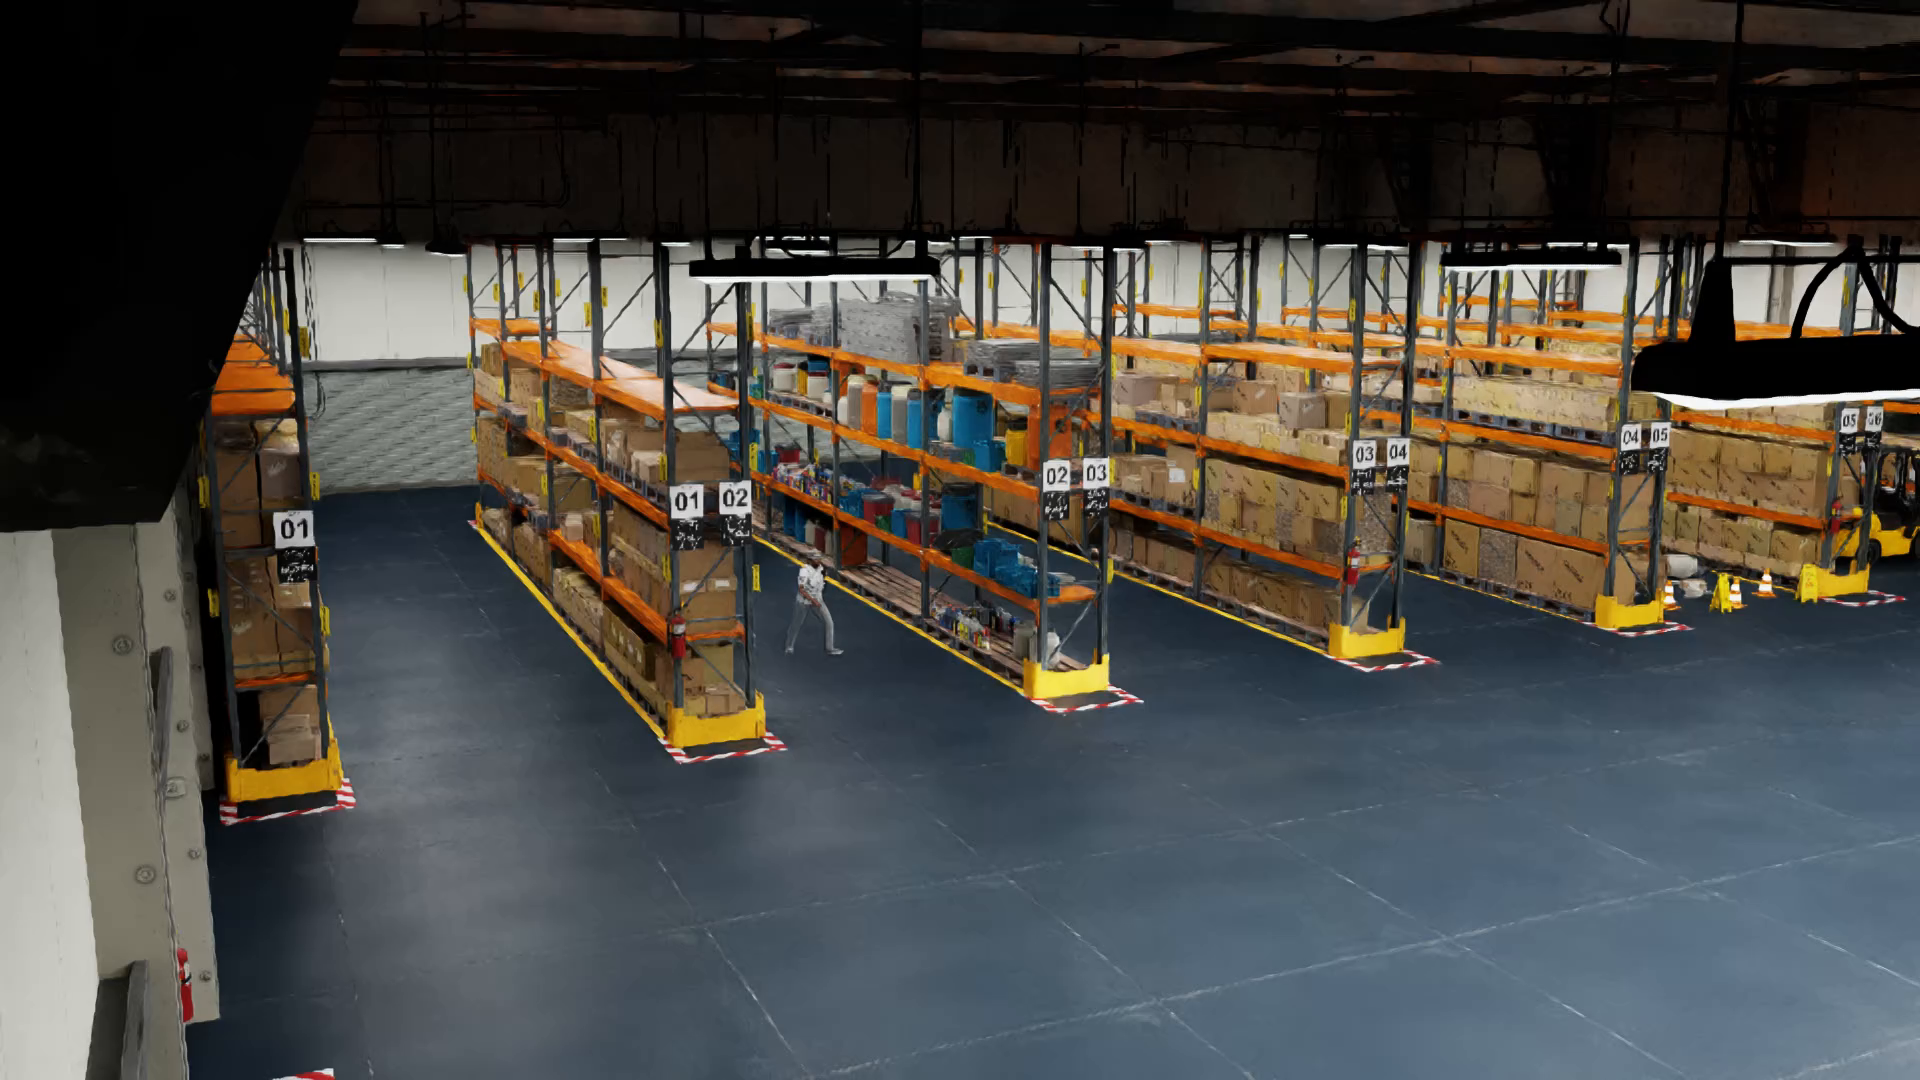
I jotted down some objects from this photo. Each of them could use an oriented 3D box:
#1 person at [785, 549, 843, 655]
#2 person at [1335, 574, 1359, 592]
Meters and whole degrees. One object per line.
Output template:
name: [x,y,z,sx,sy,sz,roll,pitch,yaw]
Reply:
person: [-2.180,0.883,24.310,0.621,1.606,0.828,-9,14,-40]
person: [6.437,0.283,27.424,0.639,1.632,0.506,-5,12,-25]
